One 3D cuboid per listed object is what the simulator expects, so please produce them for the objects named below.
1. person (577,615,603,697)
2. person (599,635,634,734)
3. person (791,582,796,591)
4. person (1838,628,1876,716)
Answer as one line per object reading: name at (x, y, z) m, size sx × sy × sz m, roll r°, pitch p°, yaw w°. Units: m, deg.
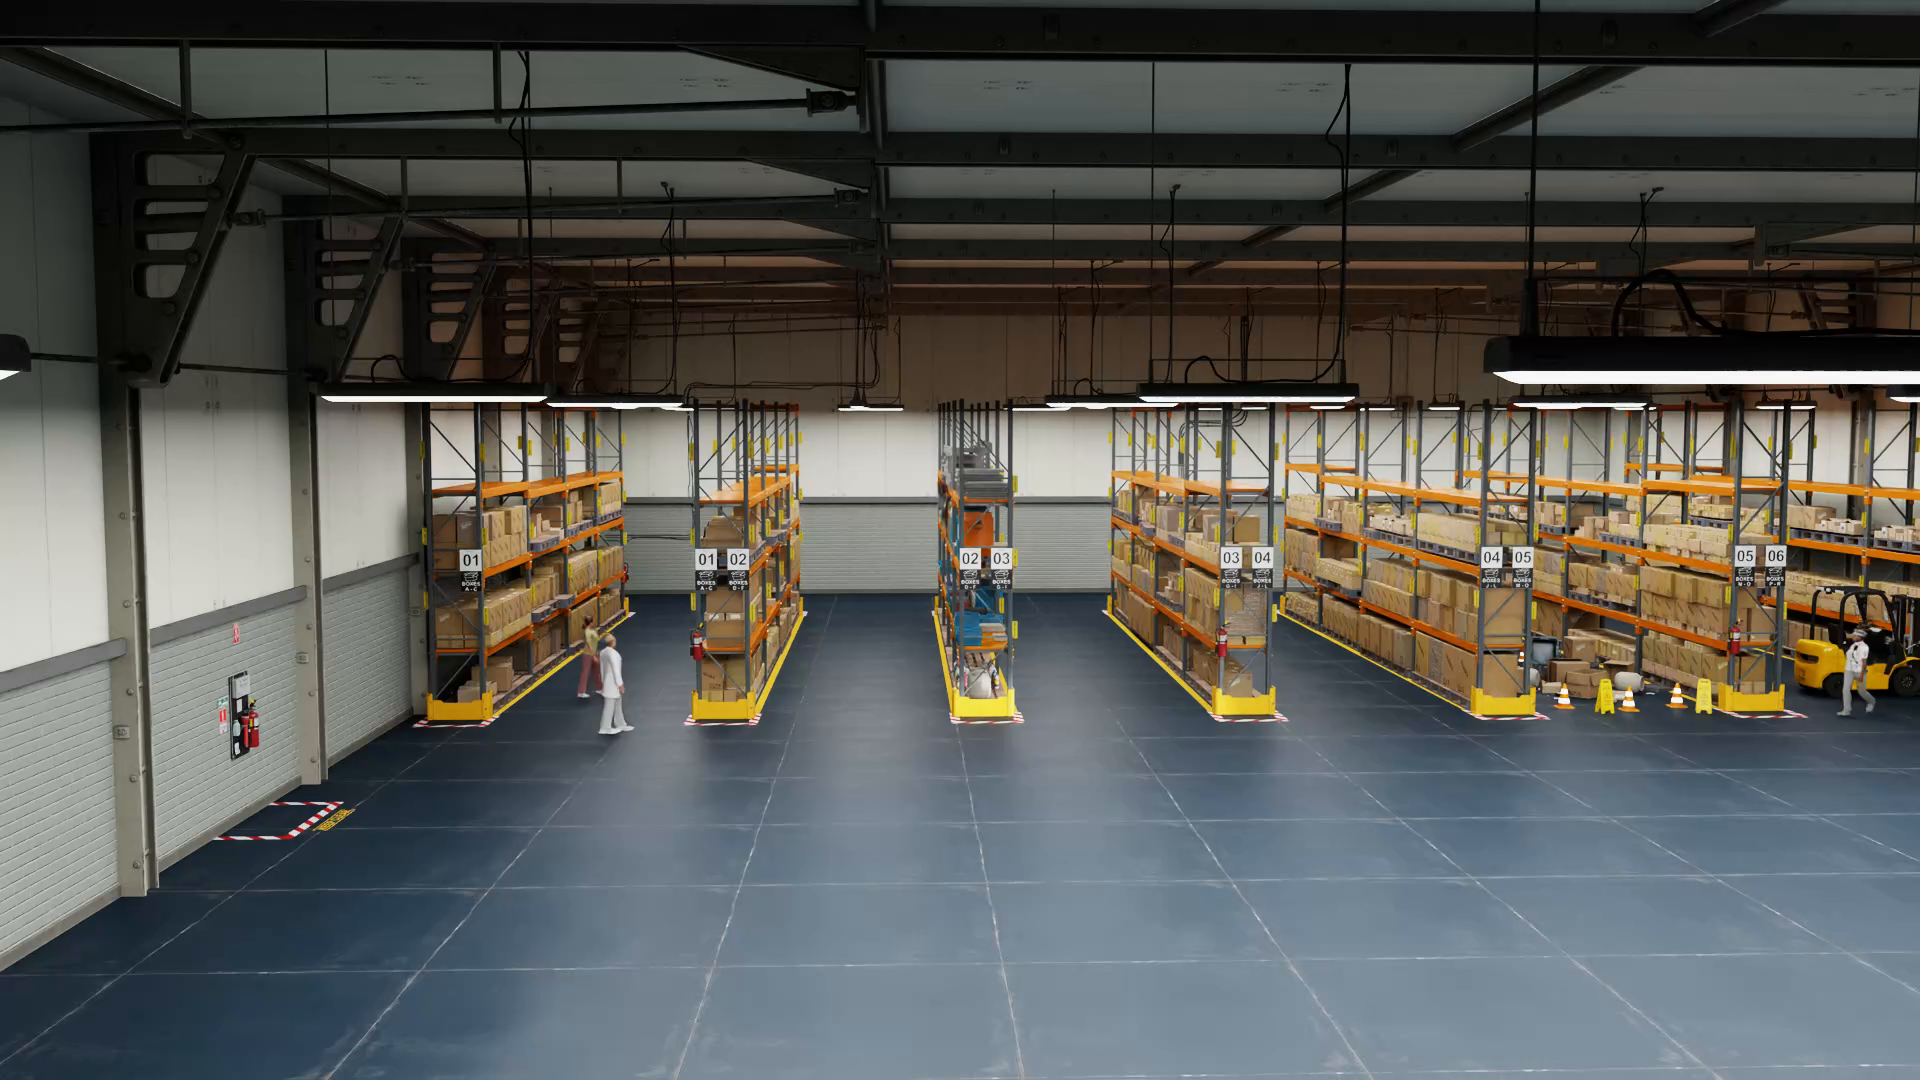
person at (-7.429, 2.345, 33.651) m, size 0.581 × 1.682 × 0.626 m, roll 0°, pitch 4°, yaw 3°
person at (-6.144, 2.580, 29.768) m, size 0.631 × 1.783 × 0.617 m, roll -1°, pitch 5°, yaw -17°
person at (-5.015, 1.214, 48.349) m, size 0.631 × 1.870 × 0.470 m, roll 0°, pitch 4°, yaw 0°
person at (17.011, 2.490, 31.513) m, size 0.799 × 1.651 × 0.441 m, roll -3°, pitch 5°, yaw -33°
